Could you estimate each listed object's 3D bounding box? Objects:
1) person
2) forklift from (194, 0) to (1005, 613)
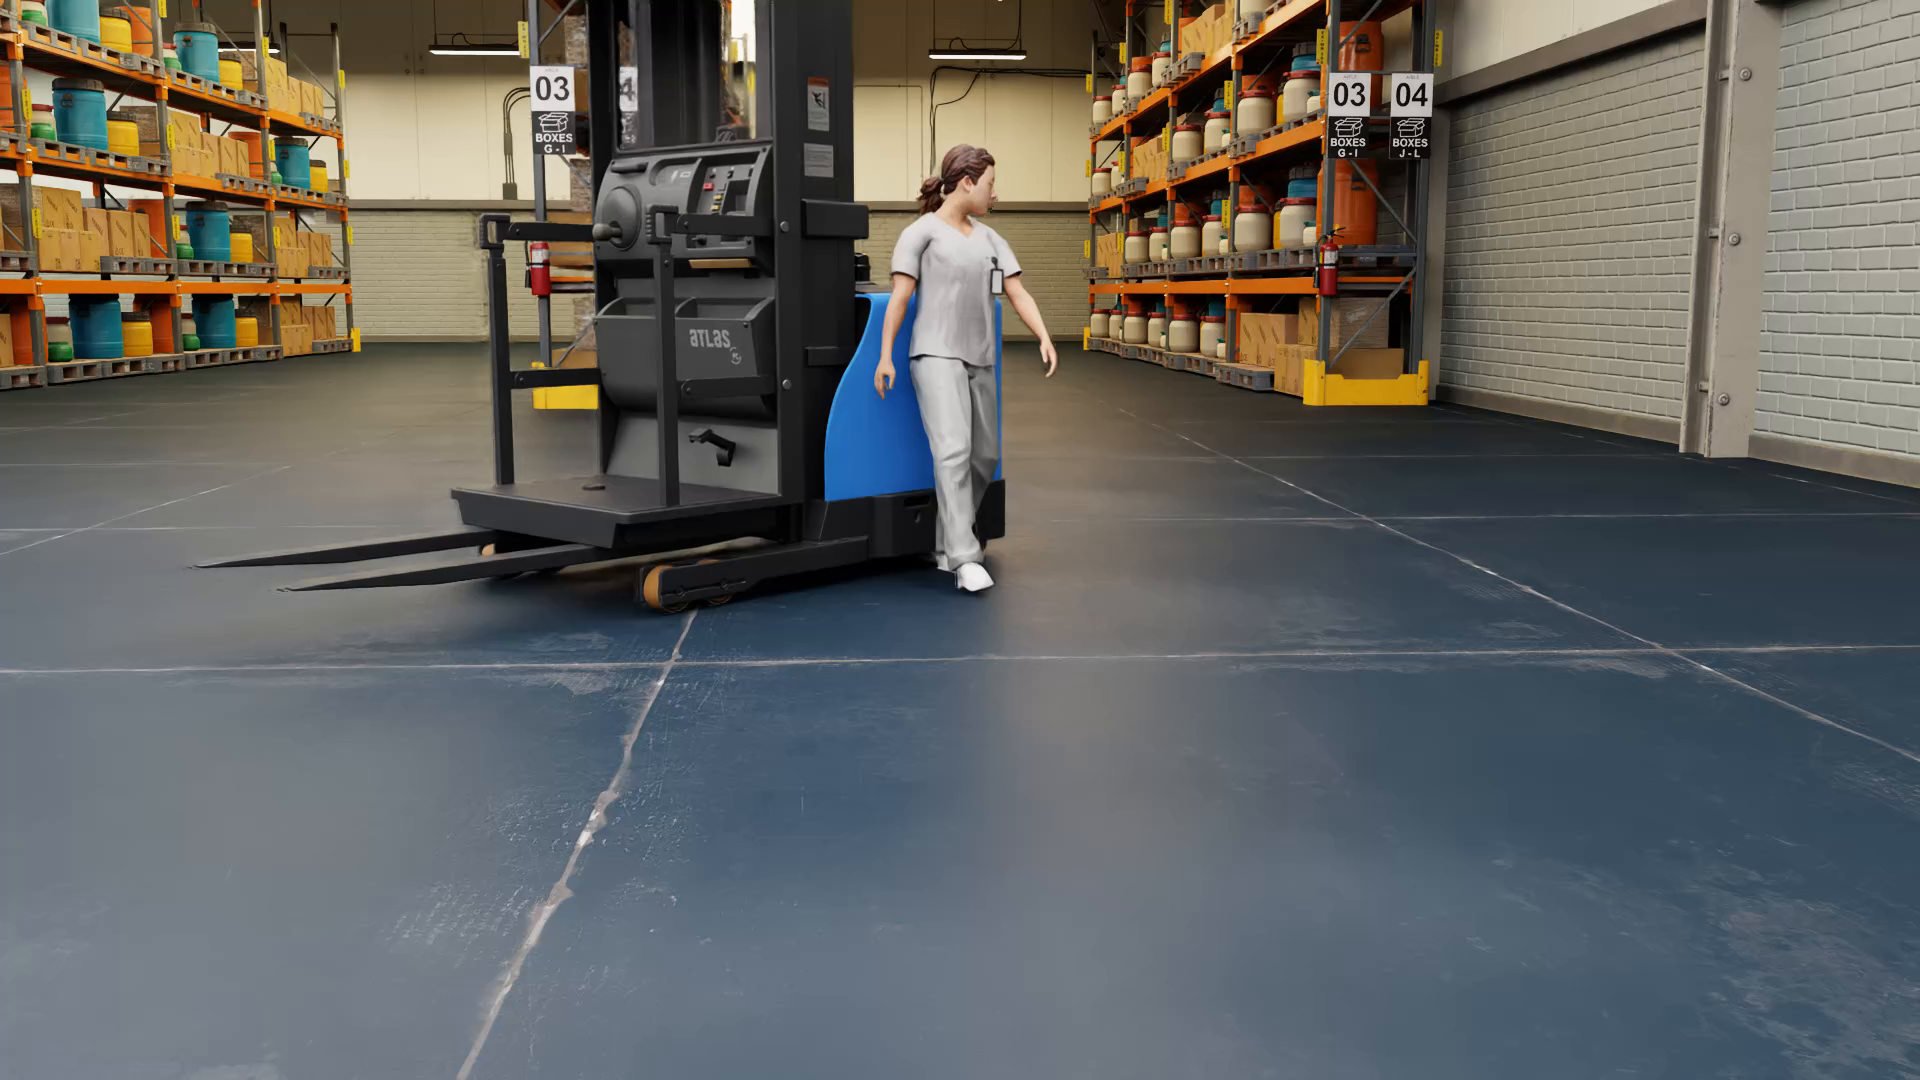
[{"bbox_3d":[-0.009,-0.640,6.190,0.626,1.635,0.784,-7,11,-39],"label":"person"},{"bbox_3d":[-1.172,-1.285,5.983,1.130,2.935,3.031,8,11,41],"label":"forklift"}]
